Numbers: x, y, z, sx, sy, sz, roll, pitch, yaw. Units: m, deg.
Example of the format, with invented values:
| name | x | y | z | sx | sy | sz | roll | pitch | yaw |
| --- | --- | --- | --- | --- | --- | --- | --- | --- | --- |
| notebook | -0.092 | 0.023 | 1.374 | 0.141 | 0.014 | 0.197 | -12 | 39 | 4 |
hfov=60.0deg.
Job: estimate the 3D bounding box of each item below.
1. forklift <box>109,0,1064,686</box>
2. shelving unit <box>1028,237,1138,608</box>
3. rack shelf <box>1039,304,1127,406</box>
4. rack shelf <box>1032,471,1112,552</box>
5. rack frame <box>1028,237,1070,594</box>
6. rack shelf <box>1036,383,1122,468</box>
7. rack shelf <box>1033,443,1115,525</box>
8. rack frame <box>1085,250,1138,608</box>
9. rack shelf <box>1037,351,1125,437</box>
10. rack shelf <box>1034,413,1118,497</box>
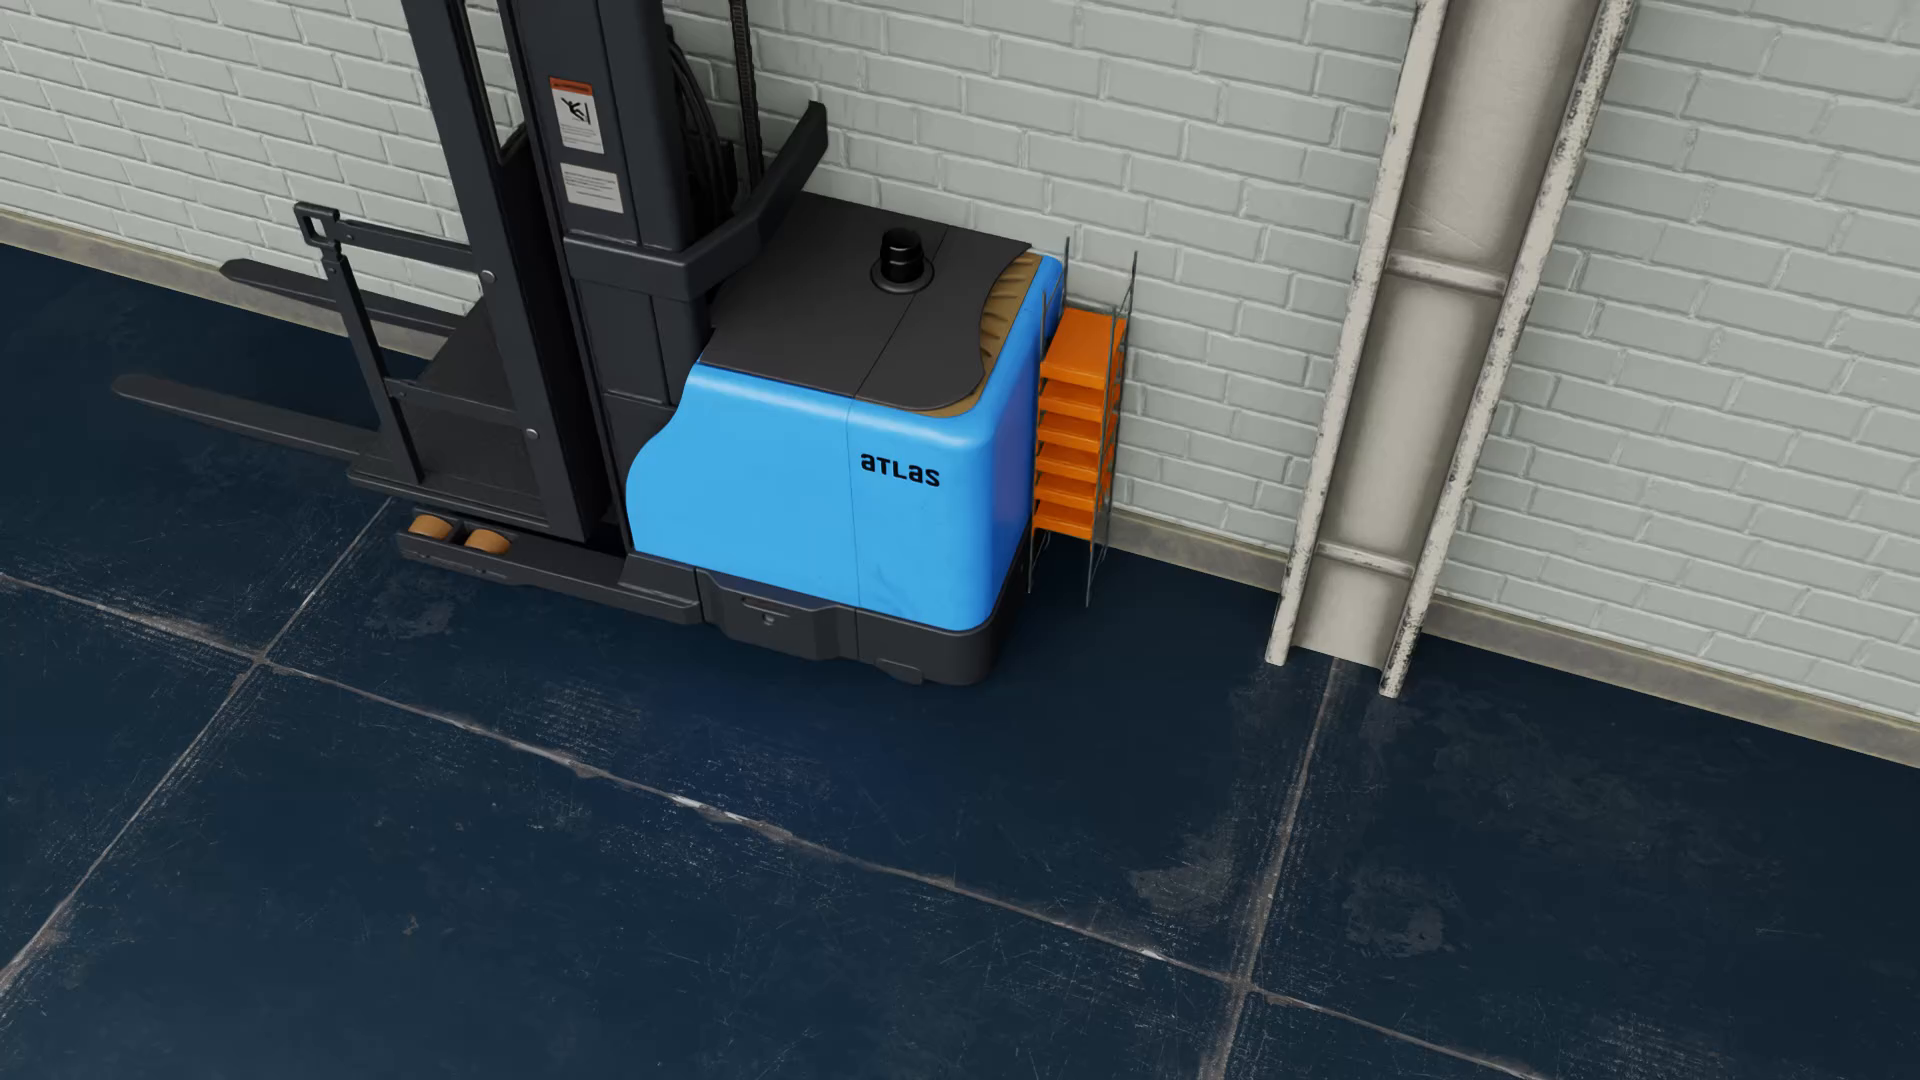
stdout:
| name | x | y | z | sx | sy | sz | roll | pitch | yaw |
| --- | --- | --- | --- | --- | --- | --- | --- | --- | --- |
| forklift | -1.215 | -1.199 | 4.350 | 3.031 | 2.935 | 1.130 | 14 | 50 | 12 |
| shelving unit | 0.335 | -0.293 | 4.710 | 0.189 | 1.200 | 0.258 | 14 | 50 | 12 |
| rack shelf | 0.335 | -0.500 | 4.472 | 0.180 | 0.103 | 0.258 | 14 | 50 | 12 |
| rack shelf | 0.335 | -0.107 | 4.925 | 0.180 | 0.103 | 0.258 | 14 | 50 | 12 |
| rack frame | 0.248 | -0.314 | 4.728 | 0.006 | 1.200 | 0.240 | 14 | 50 | 12 |
| rack shelf | 0.335 | -0.343 | 4.653 | 0.180 | 0.103 | 0.258 | 14 | 50 | 12 |
| rack shelf | 0.335 | -0.185 | 4.834 | 0.180 | 0.103 | 0.258 | 14 | 50 | 12 |
| rack frame | 0.422 | -0.272 | 4.692 | 0.006 | 1.200 | 0.240 | 14 | 50 | 12 |
| rack shelf | 0.335 | -0.421 | 4.562 | 0.180 | 0.103 | 0.258 | 14 | 50 | 12 |
| rack shelf | 0.335 | -0.264 | 4.744 | 0.180 | 0.103 | 0.258 | 14 | 50 | 12 |
